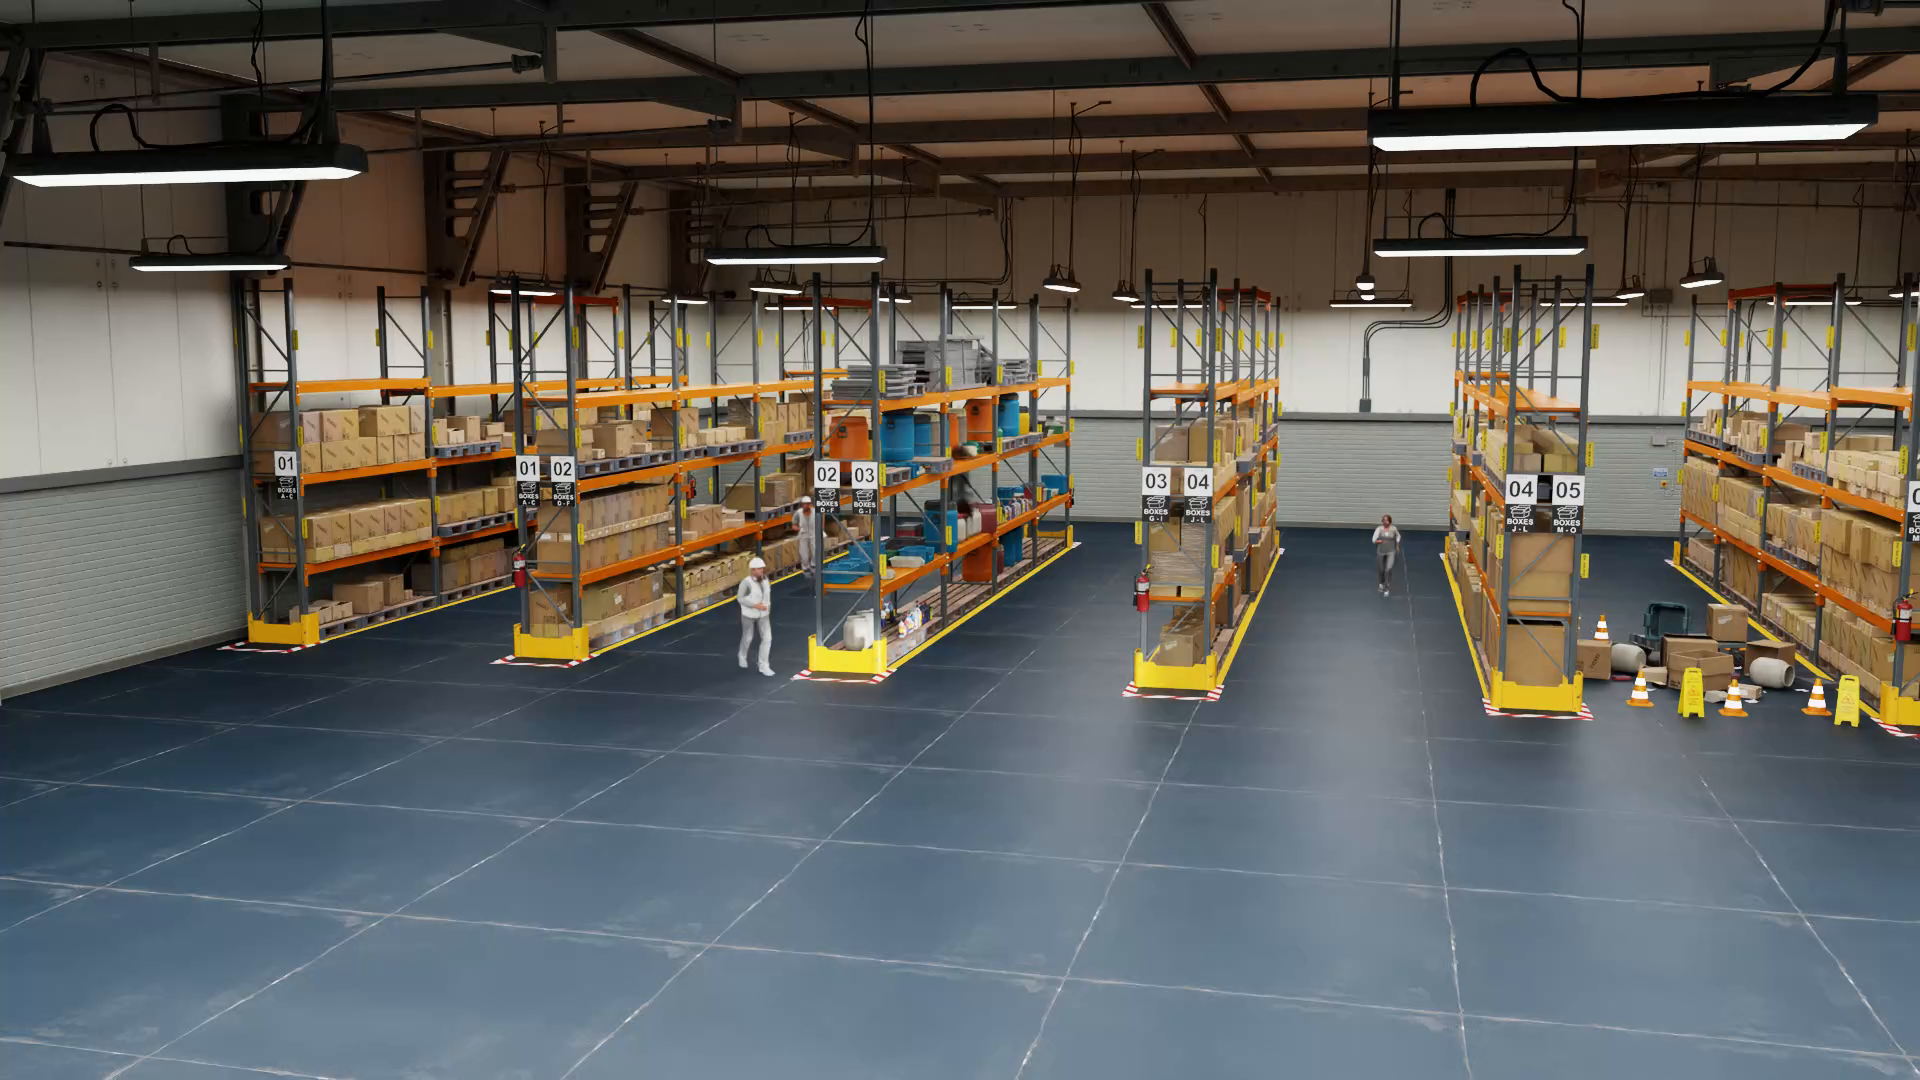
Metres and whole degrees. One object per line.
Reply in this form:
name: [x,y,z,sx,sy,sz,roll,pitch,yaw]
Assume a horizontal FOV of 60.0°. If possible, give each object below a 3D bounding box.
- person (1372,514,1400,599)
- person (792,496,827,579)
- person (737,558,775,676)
person: [8.325,0.289,32.525,0.540,1.609,0.861,2,7,13]
person: [-2.959,-0.034,32.682,0.694,1.680,0.788,-1,7,-8]
person: [-3.129,1.132,25.075,0.644,1.789,0.830,-5,8,-35]
